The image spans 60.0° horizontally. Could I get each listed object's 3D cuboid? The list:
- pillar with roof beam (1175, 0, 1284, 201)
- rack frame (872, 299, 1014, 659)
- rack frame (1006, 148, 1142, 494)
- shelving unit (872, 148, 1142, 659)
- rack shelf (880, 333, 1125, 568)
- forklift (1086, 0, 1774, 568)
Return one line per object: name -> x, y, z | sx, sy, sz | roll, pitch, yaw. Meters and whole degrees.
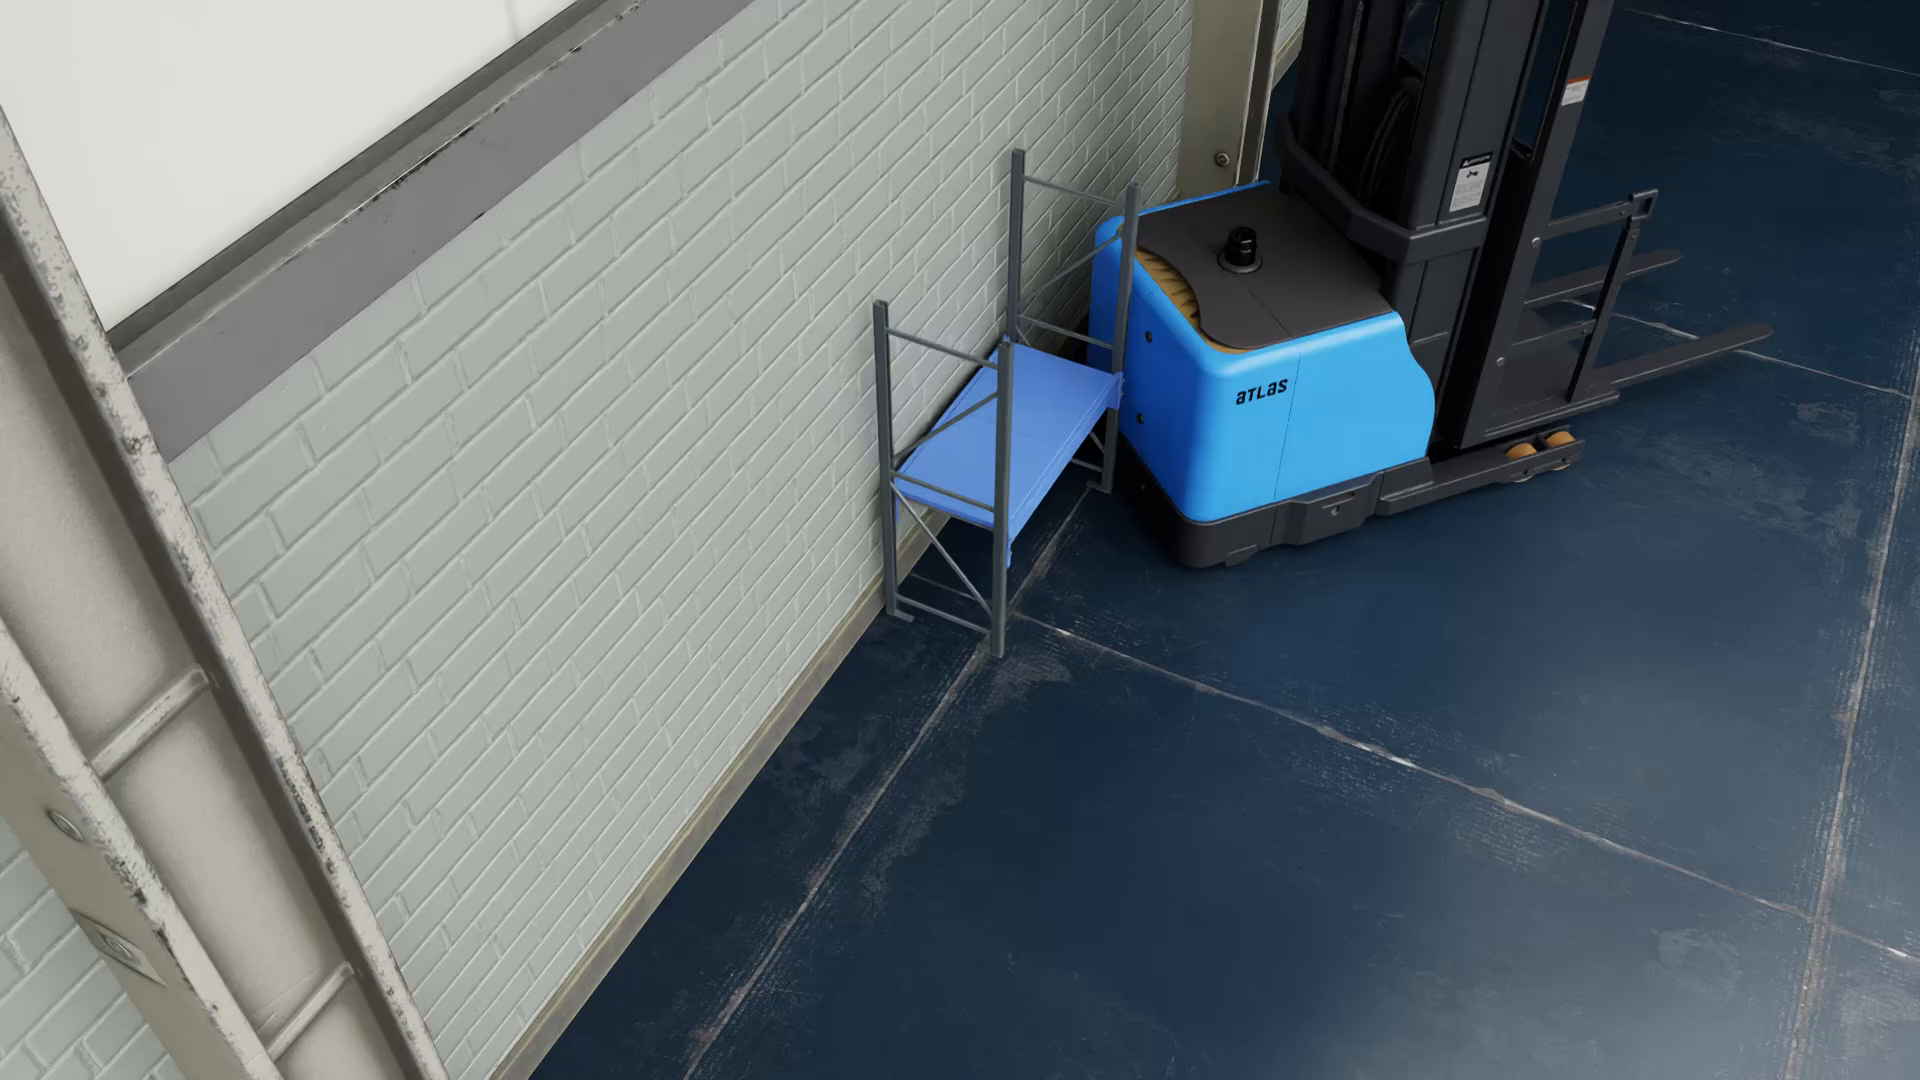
pillar with roof beam -> 5.105, -3.463, 3.846 | 9.100, 9.000, 0.400 | 20, 49, 19
rack frame -> -0.058, -0.168, 5.860 | 0.500, 1.500, 0.032 | 21, 49, 19
rack frame -> 0.413, -0.809, 6.493 | 0.500, 1.500, 0.032 | 21, 49, 19
shelving unit -> 0.177, -0.488, 6.177 | 0.538, 1.500, 1.048 | 21, 49, 19
rack shelf -> 0.177, -0.362, 6.305 | 0.538, 0.185, 1.000 | 21, 49, 19
forklift -> 2.077, -1.604, 6.274 | 3.031, 2.935, 1.130 | -16, 48, -16
